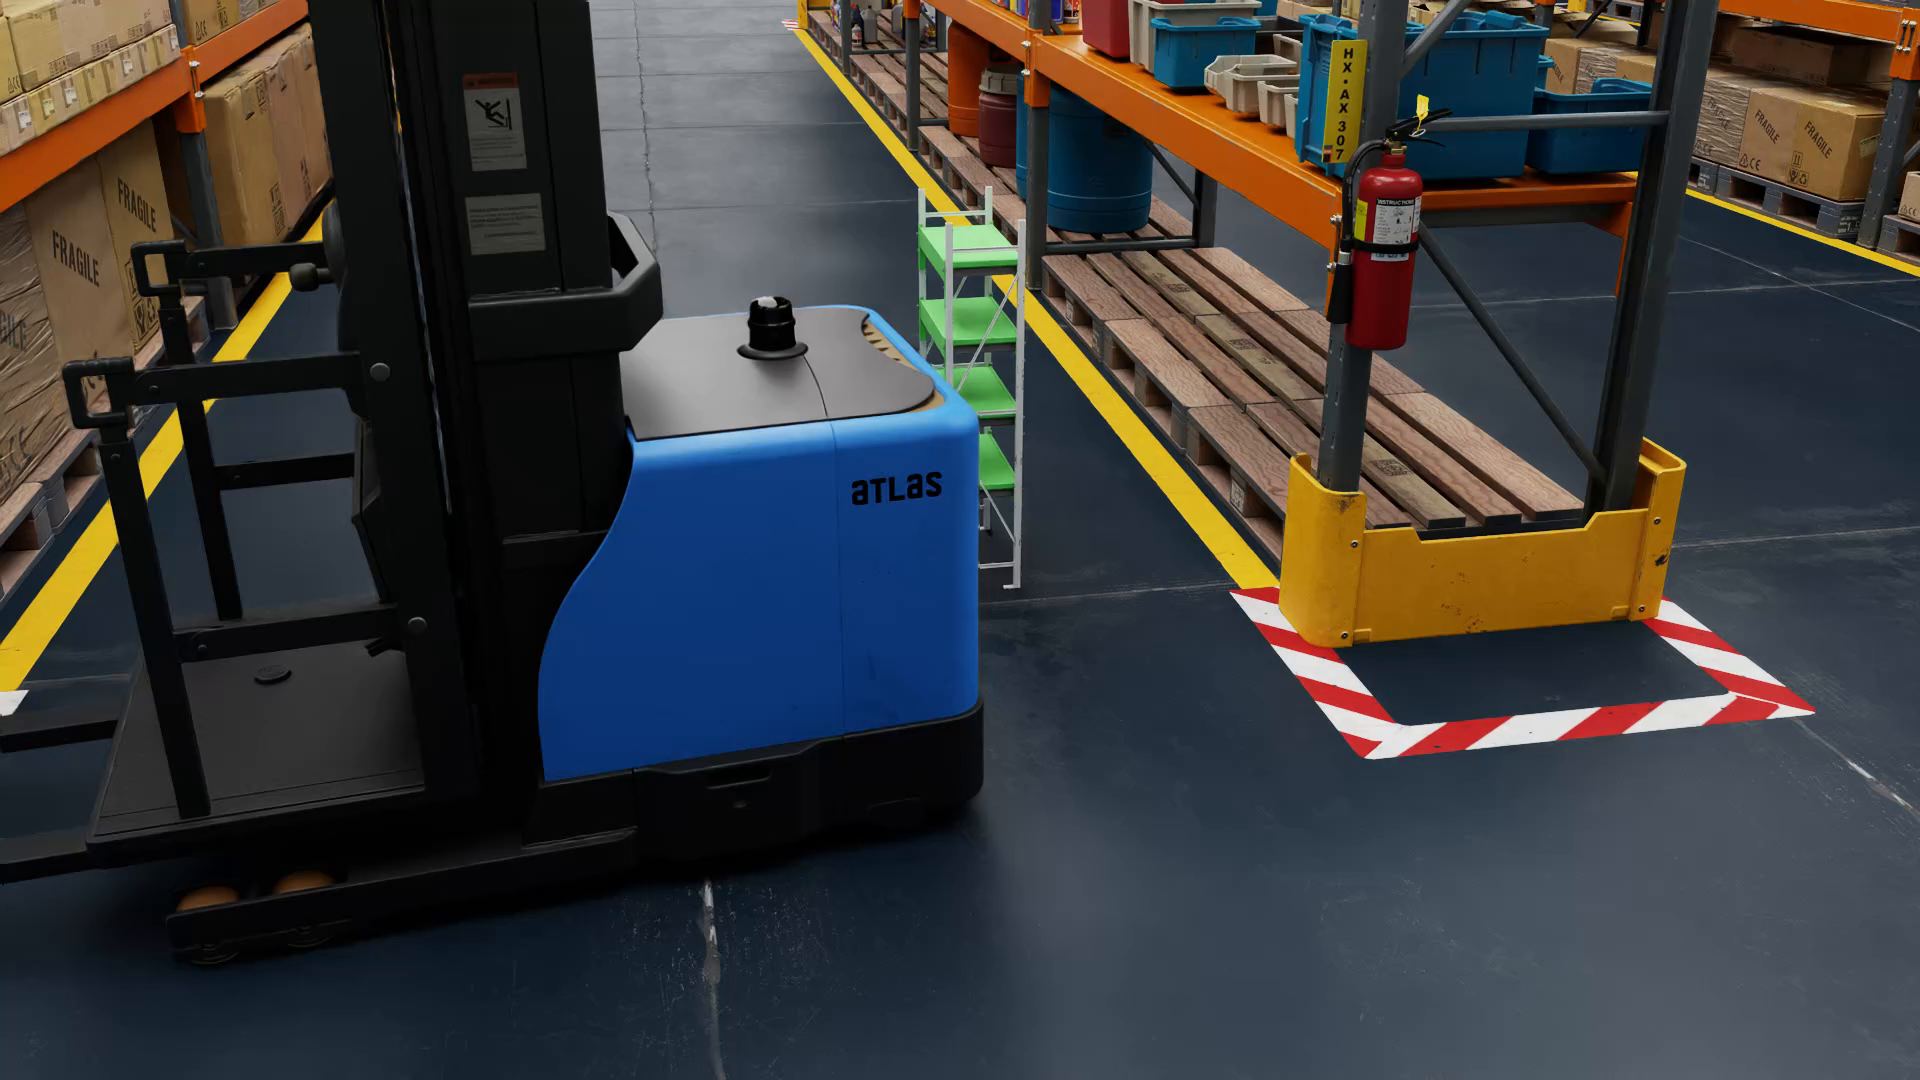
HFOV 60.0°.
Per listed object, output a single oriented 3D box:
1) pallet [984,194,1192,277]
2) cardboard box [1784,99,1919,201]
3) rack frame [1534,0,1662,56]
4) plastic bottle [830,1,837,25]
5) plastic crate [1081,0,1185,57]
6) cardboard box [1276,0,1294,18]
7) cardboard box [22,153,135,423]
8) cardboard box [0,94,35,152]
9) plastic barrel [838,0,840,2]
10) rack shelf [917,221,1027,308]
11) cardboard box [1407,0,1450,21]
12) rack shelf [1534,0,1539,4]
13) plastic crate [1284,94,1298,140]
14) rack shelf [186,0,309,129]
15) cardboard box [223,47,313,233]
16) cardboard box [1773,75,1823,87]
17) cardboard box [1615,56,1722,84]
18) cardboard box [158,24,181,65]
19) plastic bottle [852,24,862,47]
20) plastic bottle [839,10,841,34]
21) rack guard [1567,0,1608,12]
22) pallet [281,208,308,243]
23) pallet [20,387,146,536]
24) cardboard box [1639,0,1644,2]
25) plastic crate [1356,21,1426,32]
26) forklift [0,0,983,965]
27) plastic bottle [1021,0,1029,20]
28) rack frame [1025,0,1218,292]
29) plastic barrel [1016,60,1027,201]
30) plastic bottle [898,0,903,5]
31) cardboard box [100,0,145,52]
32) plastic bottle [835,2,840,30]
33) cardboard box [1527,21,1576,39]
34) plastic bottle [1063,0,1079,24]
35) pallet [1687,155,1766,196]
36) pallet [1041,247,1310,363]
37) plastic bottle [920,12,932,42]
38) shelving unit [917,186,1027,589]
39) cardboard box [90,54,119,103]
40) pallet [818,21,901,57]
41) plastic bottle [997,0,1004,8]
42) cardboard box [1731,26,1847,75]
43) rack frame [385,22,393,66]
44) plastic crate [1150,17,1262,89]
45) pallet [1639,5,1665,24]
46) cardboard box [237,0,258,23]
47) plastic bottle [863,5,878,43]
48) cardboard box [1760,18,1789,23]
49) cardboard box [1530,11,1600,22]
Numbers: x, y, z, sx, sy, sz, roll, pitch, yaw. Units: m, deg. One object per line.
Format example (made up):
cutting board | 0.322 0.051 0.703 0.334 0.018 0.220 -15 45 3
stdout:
pallet | 0.743 -1.766 9.529 1.003 0.211 1.213 -4 24 -10
cardboard box | 5.341 -2.331 9.913 0.500 0.500 0.500 -4 24 -10
rack frame | 4.974 -4.676 12.708 1.000 3.000 0.127 -4 24 -10
plastic bottle | -1.345 -5.672 17.849 0.097 0.271 0.097 0 24 0
plastic crate | 0.763 -2.424 7.398 0.402 0.464 0.583 -4 24 -10
cardboard box | 3.744 -5.741 18.057 0.500 0.250 0.500 -4 24 -10
cardboard box | -3.813 -0.970 6.353 0.875 0.875 0.875 -4 24 -10
cardboard box | -3.265 -1.352 5.411 0.380 0.149 0.250 -5 24 -10
plastic barrel | -1.177 -6.256 18.911 0.421 0.512 0.421 0 24 0
rack shelf | 0.031 -0.866 5.194 0.258 0.148 0.480 -4 24 -10
cardboard box | 4.250 -4.857 15.332 0.500 0.311 0.500 -5 24 -11
rack shelf | 4.604 -5.133 14.653 1.077 0.370 4.000 -4 24 -10
plastic crate | 1.256 -1.378 5.411 0.396 0.136 0.243 -4 24 -10
rack shelf | -4.393 -2.828 9.375 1.077 0.370 4.000 -4 24 -10
cardboard box | -4.327 -2.191 9.149 1.225 0.875 0.875 -5 24 -12
cardboard box | 5.669 -2.773 10.924 0.500 0.500 0.500 -4 24 -9
cardboard box | 4.967 -3.128 11.738 0.500 0.500 0.500 -5 24 -10
cardboard box | -3.644 -2.160 7.261 0.380 0.149 0.250 -4 24 -9
plastic bottle | -1.008 -4.923 16.220 0.097 0.201 0.097 0 24 0
plastic bottle | -1.158 -5.336 17.073 0.152 0.276 0.135 -4 24 -9
rack guard | 8.376 -7.015 21.187 1.175 0.500 0.348 -4 24 -10
pallet | -4.468 -1.871 9.771 1.003 0.211 1.213 -4 24 -10
pallet | -3.730 -0.307 6.189 1.003 0.211 1.213 -4 24 -10
cardboard box | 8.507 -6.657 20.054 0.500 0.311 0.500 -2 24 -5
plastic crate | 1.563 -1.872 6.423 0.416 0.233 0.300 -4 24 -10
forklift | -1.518 -0.654 3.586 3.031 2.935 1.130 -7 25 -16
plastic bottle | 0.367 -2.902 8.793 0.061 0.283 0.133 -4 24 -10
rack frame | 0.845 -2.737 8.269 1.000 3.000 0.127 -4 24 -10
plastic barrel | 0.630 -2.462 9.736 0.600 0.901 0.708 -4 24 -10
plastic bottle | -0.584 -5.619 17.722 0.152 0.276 0.135 -4 24 -9
cardboard box | -3.585 -2.080 6.582 0.500 0.250 0.500 -4 24 -8
plastic bottle | -1.263 -5.498 17.450 0.097 0.271 0.097 0 24 0
cardboard box | 4.635 -4.053 13.492 0.500 0.311 0.500 -4 24 -8
plastic bottle | 0.573 -2.794 8.647 0.097 0.201 0.097 0 24 0
pallet | 5.297 -2.622 11.491 1.003 0.211 1.213 -4 24 -10
pallet | 1.019 -1.173 8.172 1.003 0.211 1.213 -4 24 -10
plastic bottle | -0.349 -5.120 16.579 0.152 0.276 0.135 -3 24 -8
shelving unit | 0.031 -0.485 5.361 0.258 1.200 0.503 -4 24 -10
cardboard box | -3.454 -1.755 6.334 0.380 0.149 0.250 -4 24 -9
pallet | -0.947 -5.354 17.745 1.003 0.211 1.213 -4 24 -10
plastic bottle | 0.294 -3.153 9.377 0.152 0.276 0.135 -4 24 -10
cardboard box | 5.585 -3.301 11.197 0.500 0.250 0.500 -5 24 -11
rack frame | -5.502 -5.517 14.635 1.000 3.000 0.127 -4 24 -10
plastic crate | 0.953 -1.903 6.494 0.416 0.233 0.300 -4 24 -10
pallet | 8.714 -6.082 19.411 1.003 0.211 1.213 -4 24 -10
cardboard box | -4.048 -3.010 8.770 0.500 0.500 0.500 -5 24 -11
plastic bottle | -0.895 -5.114 16.472 0.144 0.351 0.185 -4 24 -10
cardboard box | 8.973 -5.728 18.109 0.380 0.166 0.250 -8 25 -17
cardboard box | 5.060 -4.299 14.055 0.500 0.311 0.500 -5 24 -11
